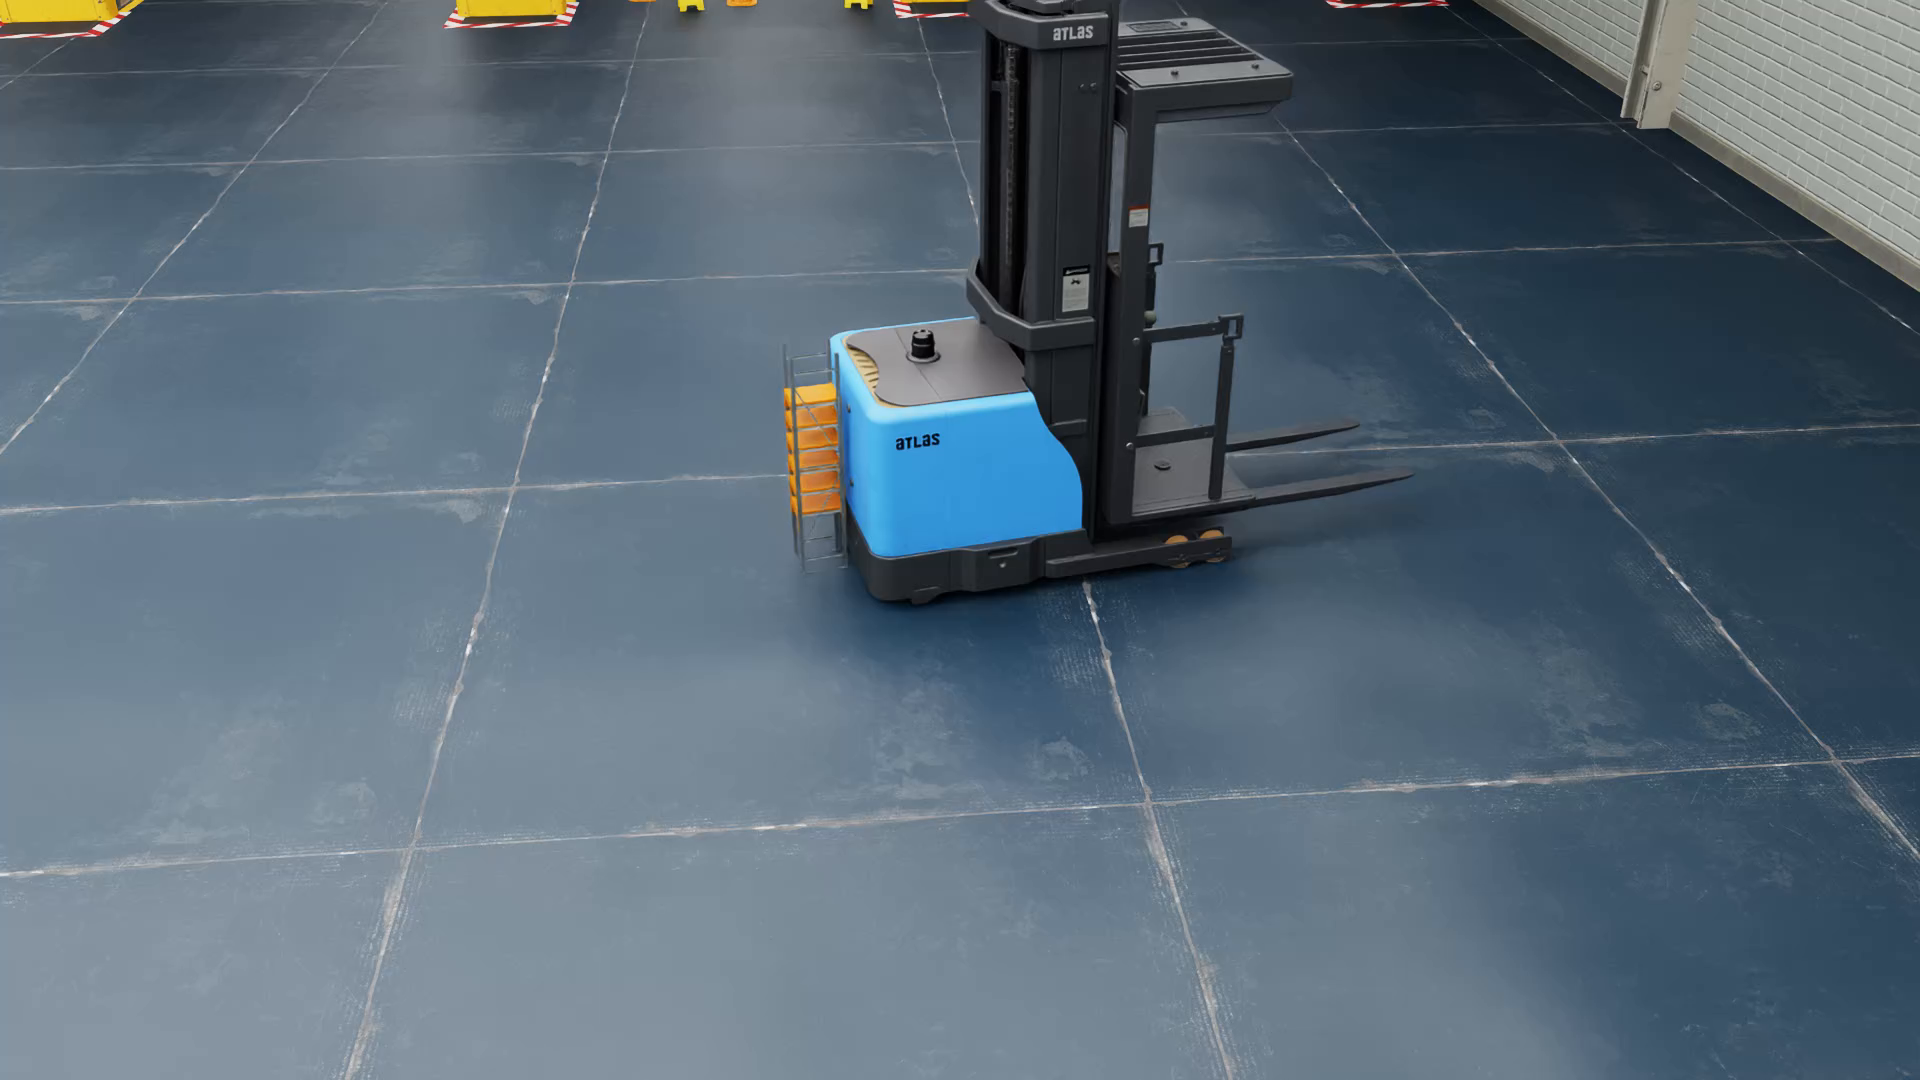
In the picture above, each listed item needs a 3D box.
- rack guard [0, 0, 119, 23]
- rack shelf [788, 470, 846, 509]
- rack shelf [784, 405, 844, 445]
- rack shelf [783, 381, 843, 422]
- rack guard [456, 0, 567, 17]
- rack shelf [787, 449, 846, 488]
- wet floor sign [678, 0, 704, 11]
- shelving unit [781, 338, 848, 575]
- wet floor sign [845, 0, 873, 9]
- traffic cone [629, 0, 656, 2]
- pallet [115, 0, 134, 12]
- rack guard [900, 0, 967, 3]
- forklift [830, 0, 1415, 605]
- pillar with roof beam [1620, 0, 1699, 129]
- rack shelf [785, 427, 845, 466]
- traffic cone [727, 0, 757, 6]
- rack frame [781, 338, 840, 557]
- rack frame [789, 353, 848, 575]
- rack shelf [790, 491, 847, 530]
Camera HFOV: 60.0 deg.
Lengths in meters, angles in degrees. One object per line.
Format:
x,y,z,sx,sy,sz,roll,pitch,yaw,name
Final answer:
-9.975,-6.005,18.316,1.175,0.500,0.348,-3,31,-5,rack guard
-0.716,-0.261,8.337,0.258,0.103,0.180,-9,32,-14,rack shelf
-0.717,-0.570,8.152,0.258,0.103,0.180,-9,32,-14,rack shelf
-0.717,-0.673,8.090,0.258,0.103,0.180,-9,32,-14,rack shelf
-5.018,-6.140,18.542,1.175,0.500,0.348,-3,31,-5,rack guard
-0.716,-0.364,8.275,0.258,0.103,0.180,-9,32,-14,rack shelf
-3.046,-6.295,18.660,0.267,0.644,0.232,-8,32,-13,wet floor sign
-0.716,-0.402,8.252,0.258,1.200,0.189,-9,32,-14,shelving unit
-1.149,-6.355,18.761,0.267,0.644,0.232,8,32,13,wet floor sign
-3.656,-6.476,19.140,0.336,0.463,0.334,-3,31,-5,traffic cone
-10.016,-6.298,19.088,1.003,0.211,1.213,-3,31,-5,pallet
-0.109,-6.480,19.111,1.175,0.500,0.348,-3,31,-5,rack guard
0.892,-1.364,8.175,3.031,2.935,1.130,-9,32,-14,forklift
1.947,-7.459,12.462,9.100,9.000,0.400,-3,31,-5,pillar with roof beam
-0.717,-0.467,8.214,0.258,0.103,0.180,-9,32,-14,rack shelf
-2.500,-6.356,18.940,0.336,0.463,0.334,-3,31,-5,traffic cone
-0.742,-0.447,8.328,0.240,1.200,0.006,-9,32,-14,rack frame
-0.691,-0.357,8.177,0.240,1.200,0.006,-9,32,-14,rack frame
-0.716,-0.158,8.398,0.258,0.103,0.180,-9,32,-14,rack shelf
